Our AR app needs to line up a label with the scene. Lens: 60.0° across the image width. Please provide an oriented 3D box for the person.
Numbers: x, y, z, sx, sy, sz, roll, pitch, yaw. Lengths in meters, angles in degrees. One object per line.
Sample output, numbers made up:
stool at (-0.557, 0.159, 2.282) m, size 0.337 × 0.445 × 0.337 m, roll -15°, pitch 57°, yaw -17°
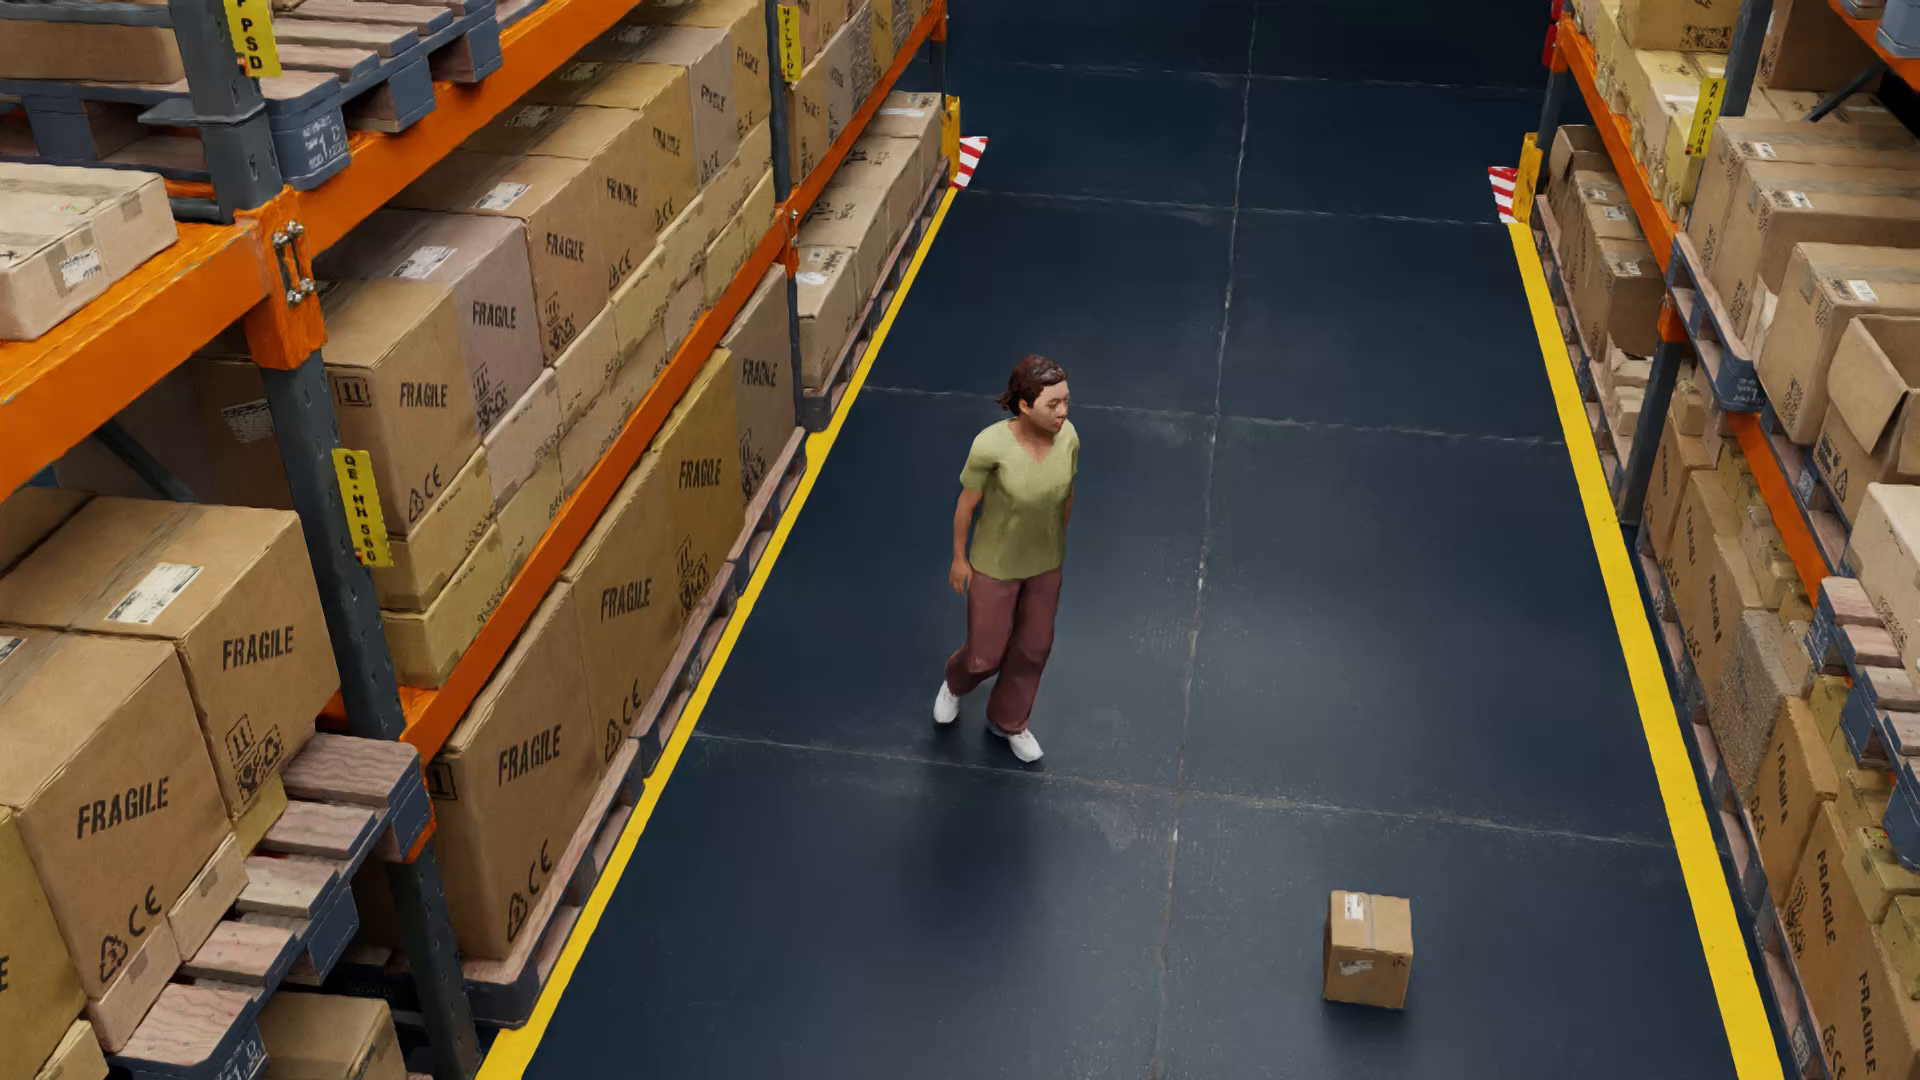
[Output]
person at (0.160, 0.044, 6.071) m, size 0.514 × 1.662 × 0.506 m, roll -14°, pitch 35°, yaw -21°
